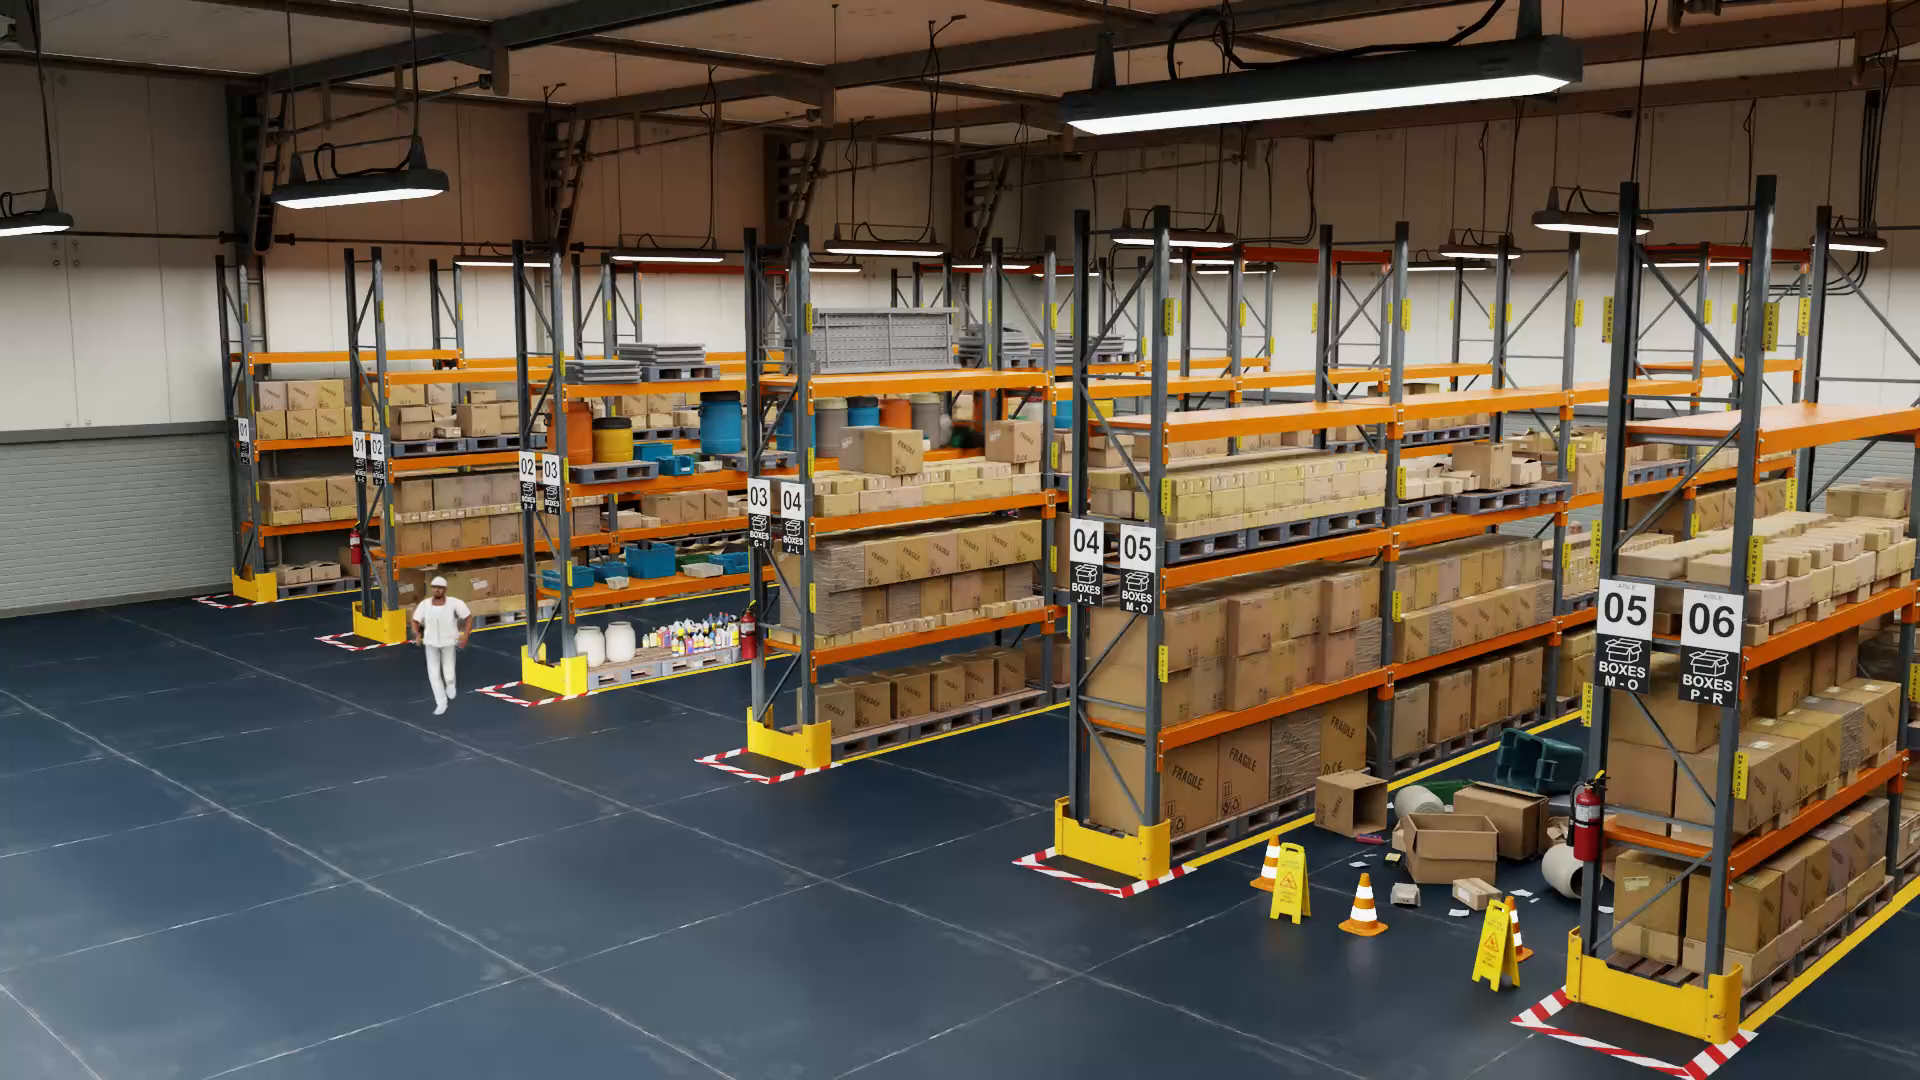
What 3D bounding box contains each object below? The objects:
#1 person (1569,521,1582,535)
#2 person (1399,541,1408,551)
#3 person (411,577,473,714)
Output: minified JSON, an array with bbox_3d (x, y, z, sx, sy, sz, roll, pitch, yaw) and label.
[{"bbox_3d":[9.669,0.608,26.042,0.984,1.834,0.733,-7,11,-40],"label":"person"},{"bbox_3d":[6.559,0.787,24.791,0.662,1.715,0.987,7,11,40],"label":"person"},{"bbox_3d":[-6.617,1.325,21.266,0.756,1.740,0.621,-1,8,-10],"label":"person"}]
